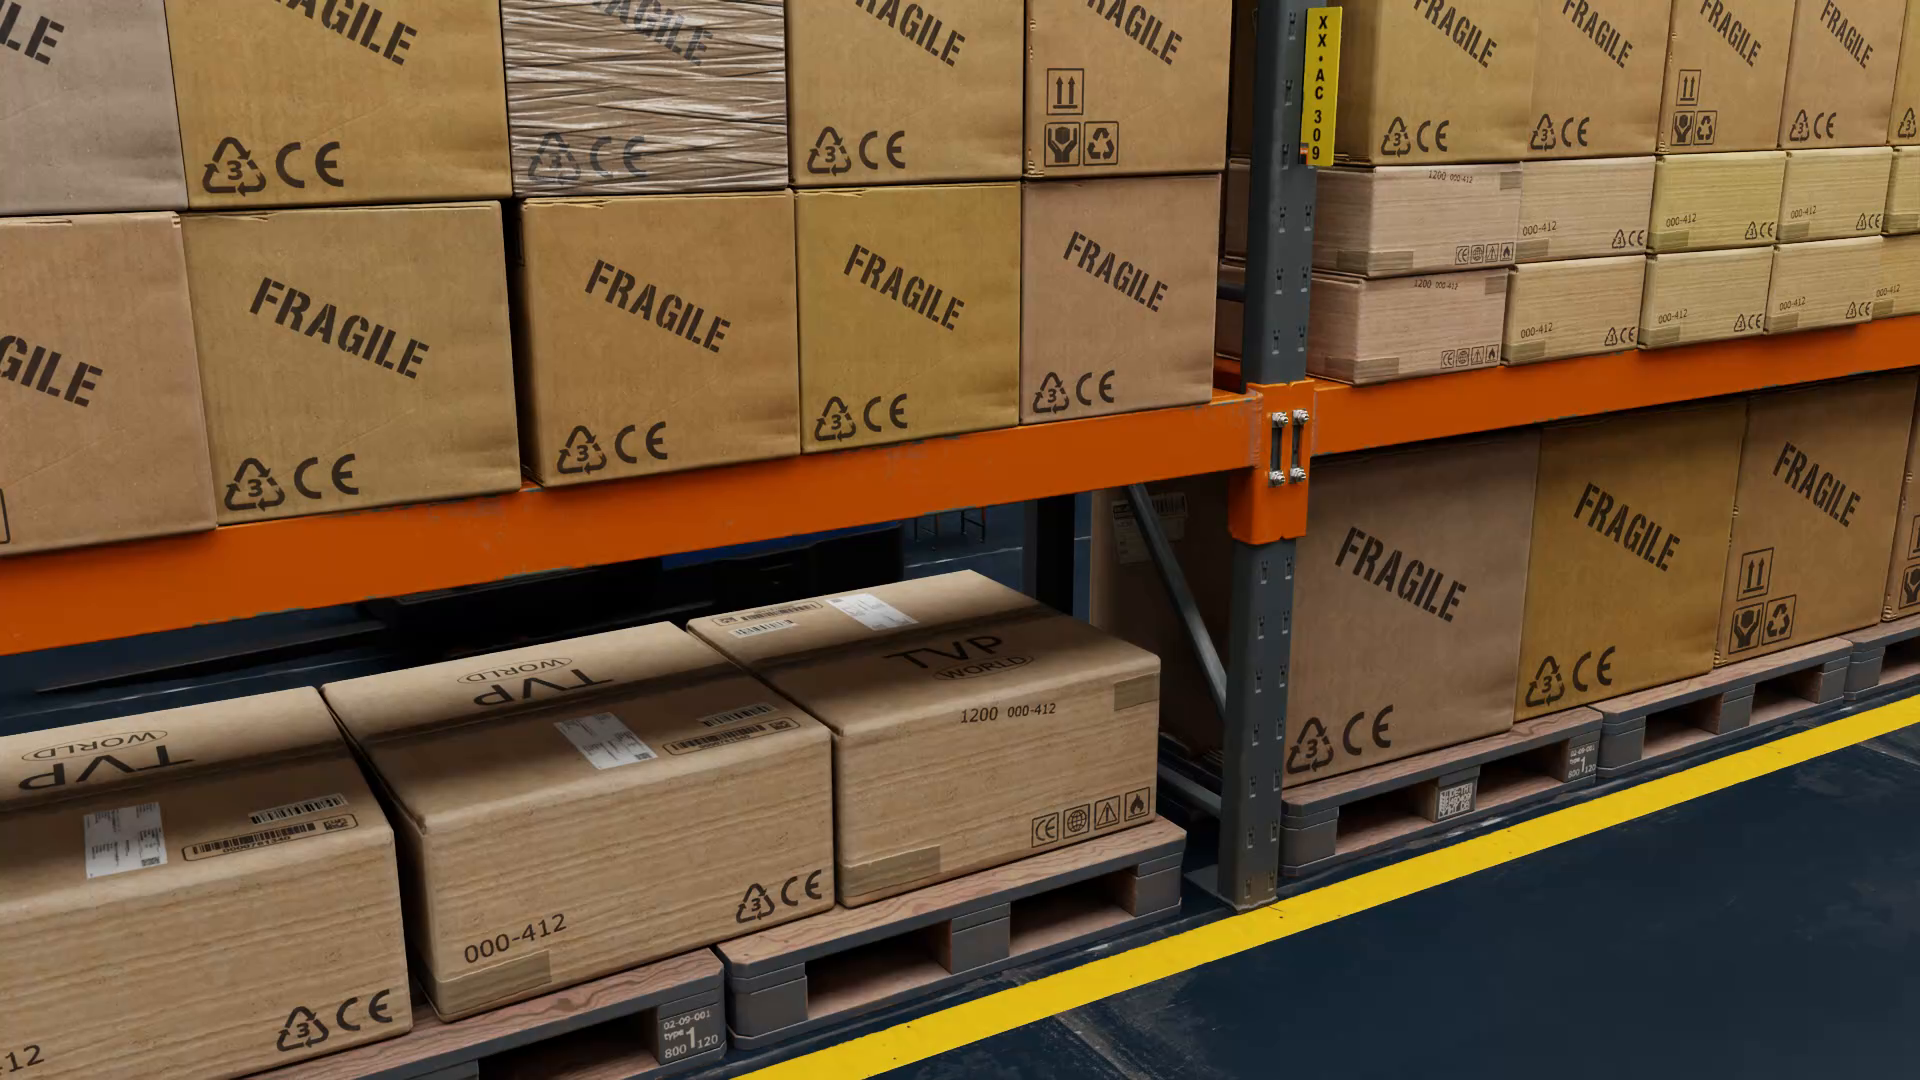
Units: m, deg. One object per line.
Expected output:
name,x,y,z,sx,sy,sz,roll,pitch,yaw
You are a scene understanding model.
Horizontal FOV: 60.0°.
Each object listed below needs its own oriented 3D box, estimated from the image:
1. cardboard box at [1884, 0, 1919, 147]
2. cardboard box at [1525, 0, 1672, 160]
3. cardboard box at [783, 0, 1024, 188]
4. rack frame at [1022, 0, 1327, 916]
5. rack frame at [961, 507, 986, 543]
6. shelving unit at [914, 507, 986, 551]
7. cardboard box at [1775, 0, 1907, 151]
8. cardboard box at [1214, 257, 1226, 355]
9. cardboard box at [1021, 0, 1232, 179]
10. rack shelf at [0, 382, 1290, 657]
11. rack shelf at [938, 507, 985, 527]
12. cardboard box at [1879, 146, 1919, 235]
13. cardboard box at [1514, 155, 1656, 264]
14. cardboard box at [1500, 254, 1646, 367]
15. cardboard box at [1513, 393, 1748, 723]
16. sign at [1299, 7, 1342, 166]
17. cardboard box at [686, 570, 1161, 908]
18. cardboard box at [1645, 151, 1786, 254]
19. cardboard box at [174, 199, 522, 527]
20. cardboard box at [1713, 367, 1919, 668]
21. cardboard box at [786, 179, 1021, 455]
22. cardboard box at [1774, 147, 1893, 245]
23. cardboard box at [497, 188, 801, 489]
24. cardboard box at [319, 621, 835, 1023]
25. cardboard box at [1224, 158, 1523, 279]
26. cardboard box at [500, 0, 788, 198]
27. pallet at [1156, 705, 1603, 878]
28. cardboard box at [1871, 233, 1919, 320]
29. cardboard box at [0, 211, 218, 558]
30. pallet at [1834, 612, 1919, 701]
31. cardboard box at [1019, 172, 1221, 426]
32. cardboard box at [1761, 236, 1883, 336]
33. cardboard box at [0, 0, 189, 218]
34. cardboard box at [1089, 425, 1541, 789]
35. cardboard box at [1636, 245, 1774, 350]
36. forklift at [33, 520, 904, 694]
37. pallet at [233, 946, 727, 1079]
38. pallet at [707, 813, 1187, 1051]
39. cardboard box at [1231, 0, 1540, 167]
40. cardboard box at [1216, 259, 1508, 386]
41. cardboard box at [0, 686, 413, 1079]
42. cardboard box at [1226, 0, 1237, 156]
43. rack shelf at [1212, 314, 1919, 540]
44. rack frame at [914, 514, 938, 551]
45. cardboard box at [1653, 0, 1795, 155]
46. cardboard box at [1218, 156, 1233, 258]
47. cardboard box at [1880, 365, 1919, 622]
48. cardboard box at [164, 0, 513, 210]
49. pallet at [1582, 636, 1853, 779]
cardboard box,2.739,-1.454,5.003,0.500,0.500,0.500,-9,18,-30
cardboard box,1.431,-1.243,4.249,0.500,0.500,0.500,-9,18,-30
cardboard box,-0.218,-0.973,3.287,0.500,0.500,0.500,-10,18,-31
rack frame,0.484,-0.642,4.142,0.127,3.000,1.000,-9,18,-30
rack frame,0.059,-0.515,7.302,0.008,1.050,0.200,-9,18,-30
shelving unit,-0.046,-0.498,7.242,0.252,1.050,0.215,-9,18,-30
cardboard box,2.302,-1.386,4.758,0.500,0.500,0.500,-10,18,-31
cardboard box,0.738,-0.690,4.593,0.500,0.250,0.500,-10,18,-31
cardboard box,0.222,-1.042,3.531,0.500,0.500,0.500,-9,18,-30
rack shelf,-1.231,-0.017,3.247,4.000,0.370,1.077,-9,18,-30
rack shelf,-0.046,-0.220,7.319,0.240,0.259,0.215,-9,18,-30
cardboard box,2.762,-1.092,5.100,0.500,0.250,0.500,-10,18,-31
cardboard box,1.439,-0.885,4.362,0.500,0.250,0.500,-9,18,-29
cardboard box,1.440,-0.642,4.420,0.500,0.250,0.500,-10,18,-31
cardboard box,1.744,-0.053,5.200,0.875,0.875,0.875,-9,18,-28
sign,0.771,-0.969,3.557,0.005,0.325,0.100,-9,18,-30
cardboard box,-0.110,0.452,4.208,0.875,0.438,0.875,-10,18,-31
cardboard box,1.885,-0.949,4.590,0.500,0.250,0.500,-9,18,-29
cardboard box,-1.100,-0.351,2.919,0.500,0.500,0.500,-9,18,-28
cardboard box,2.511,-0.177,5.643,0.875,0.875,0.875,-9,18,-29
cardboard box,-0.220,-0.493,3.428,0.500,0.500,0.500,-10,18,-31
cardboard box,2.317,-1.020,4.842,0.500,0.250,0.500,-10,18,-31
cardboard box,-0.644,-0.420,3.166,0.500,0.500,0.500,-10,18,-31
cardboard box,-0.877,0.577,3.764,0.875,0.438,0.875,-10,18,-31
cardboard box,1.006,-0.806,4.080,0.500,0.250,0.500,-10,18,-31
cardboard box,-0.649,-0.900,3.026,0.500,0.500,0.500,-9,18,-29
pallet,1.106,0.576,4.963,1.213,0.211,1.003,-9,18,-30
cardboard box,2.743,-0.854,5.178,0.500,0.250,0.500,-9,18,-30
cardboard box,-1.521,-0.277,2.657,0.500,0.500,0.500,-9,18,-30
pallet,3.198,0.237,6.173,1.213,0.211,1.003,-9,18,-30
cardboard box,0.218,-0.566,3.687,0.500,0.500,0.500,-9,18,-29
cardboard box,2.321,-0.777,4.901,0.500,0.250,0.500,-10,18,-31
cardboard box,-1.510,-0.763,2.536,0.500,0.500,0.500,-9,18,-30
cardboard box,0.974,0.074,4.745,0.875,0.875,0.875,-9,18,-28
cardboard box,1.887,-0.709,4.661,0.500,0.250,0.500,-9,18,-30
forklift,-1.717,-1.052,5.733,3.031,2.935,1.130,-11,19,-34
pallet,-1.255,0.959,3.597,1.213,0.211,1.003,-9,18,-30
pallet,-0.208,0.789,4.206,1.213,0.211,1.003,-9,18,-30
cardboard box,1.009,-1.166,3.974,0.500,0.500,0.500,-9,18,-29
cardboard box,0.997,-0.570,4.162,0.500,0.250,0.500,-10,18,-31
cardboard box,-1.651,0.702,3.318,0.875,0.438,0.875,-9,18,-28
cardboard box,0.737,-1.292,4.422,0.500,0.500,0.500,-9,18,-28
rack shelf,2.198,-0.573,5.231,4.000,0.370,1.077,-9,18,-30
rack frame,-0.150,-0.481,7.181,0.008,1.050,0.200,-9,18,-30
cardboard box,1.862,-1.312,4.496,0.500,0.500,0.500,-10,18,-31
cardboard box,0.737,-0.928,4.514,0.500,0.250,0.500,-9,18,-30
cardboard box,3.278,-0.300,6.081,0.875,0.875,0.875,-9,18,-30
cardboard box,-1.083,-0.832,2.784,0.500,0.500,0.500,-9,18,-29
pallet,2.153,0.406,5.572,1.213,0.211,1.003,-9,18,-30
